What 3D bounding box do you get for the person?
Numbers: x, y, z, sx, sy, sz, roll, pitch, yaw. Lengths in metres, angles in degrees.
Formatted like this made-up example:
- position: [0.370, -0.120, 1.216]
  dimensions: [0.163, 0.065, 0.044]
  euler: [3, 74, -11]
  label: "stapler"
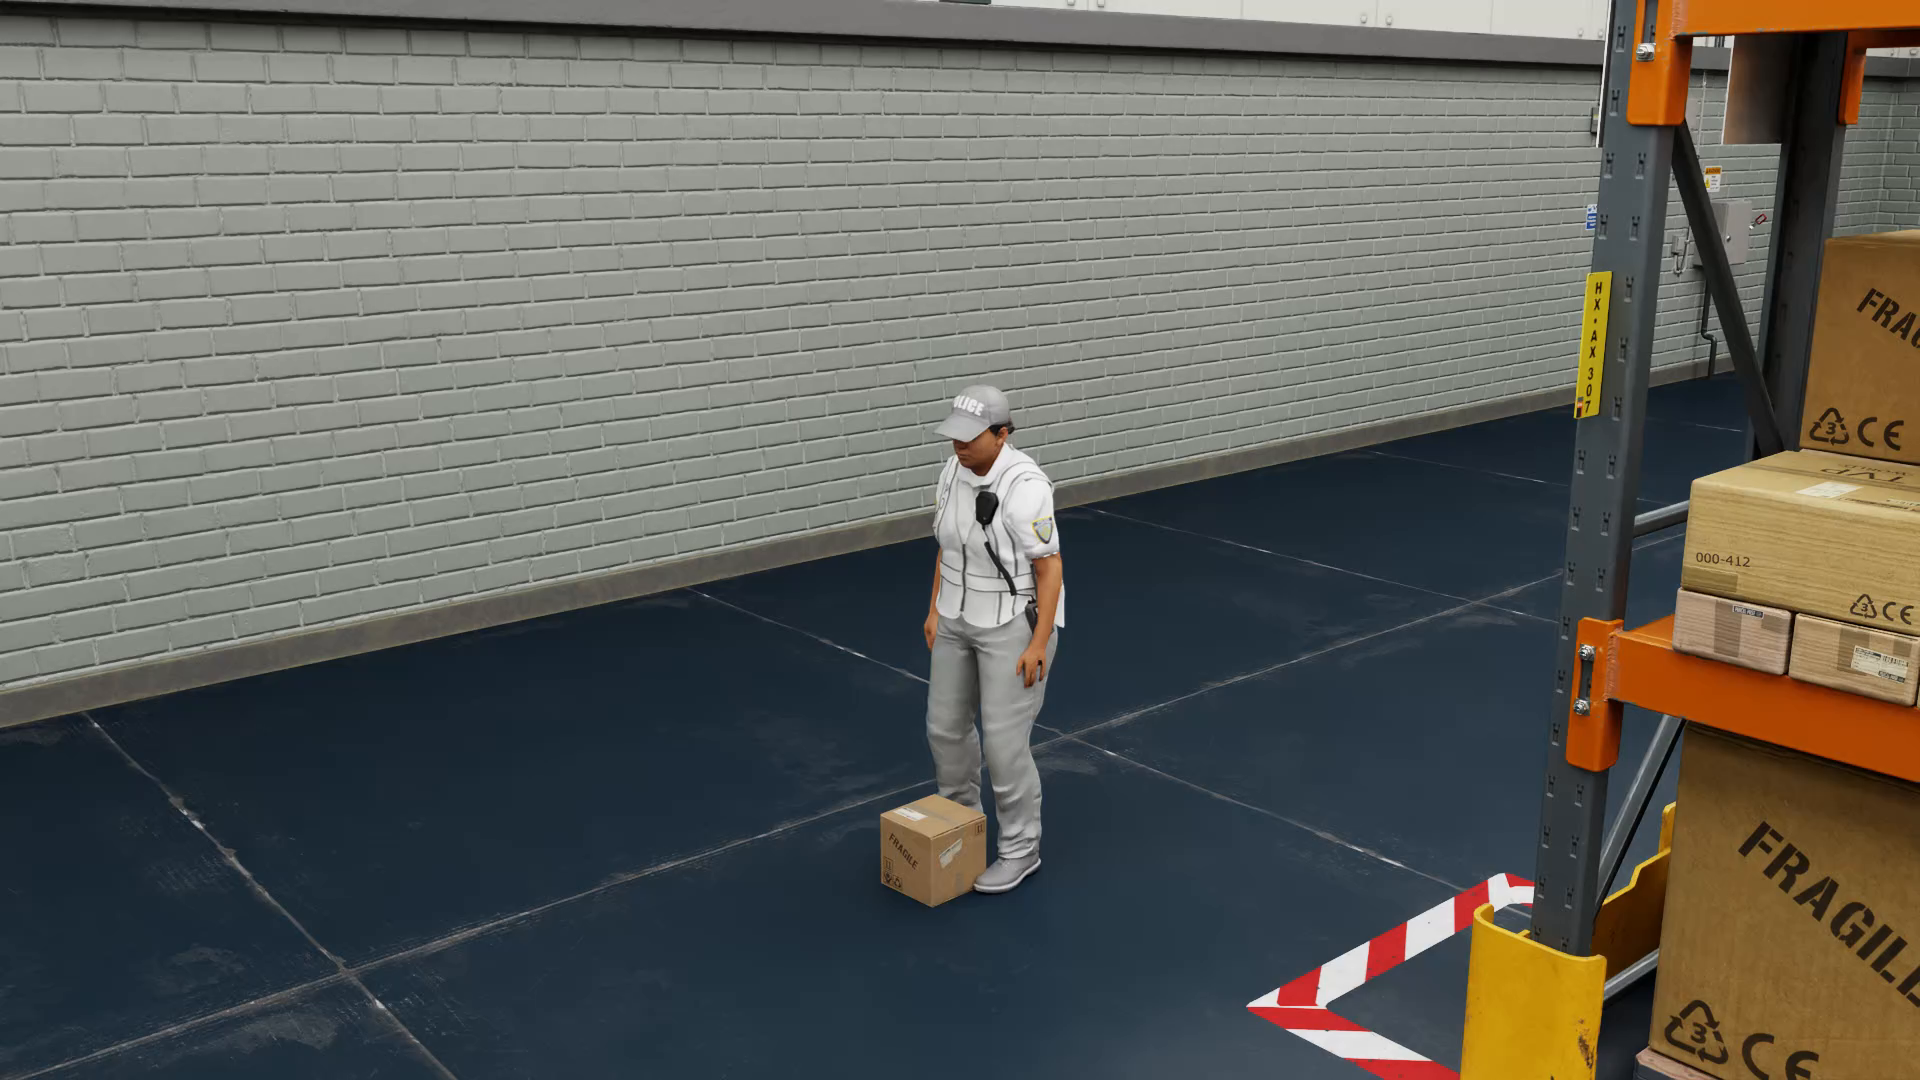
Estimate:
- position: [0.076, 0.302, 5.474]
  dimensions: [0.468, 1.665, 0.558]
  euler: [-14, 20, -43]
  label: "person"
